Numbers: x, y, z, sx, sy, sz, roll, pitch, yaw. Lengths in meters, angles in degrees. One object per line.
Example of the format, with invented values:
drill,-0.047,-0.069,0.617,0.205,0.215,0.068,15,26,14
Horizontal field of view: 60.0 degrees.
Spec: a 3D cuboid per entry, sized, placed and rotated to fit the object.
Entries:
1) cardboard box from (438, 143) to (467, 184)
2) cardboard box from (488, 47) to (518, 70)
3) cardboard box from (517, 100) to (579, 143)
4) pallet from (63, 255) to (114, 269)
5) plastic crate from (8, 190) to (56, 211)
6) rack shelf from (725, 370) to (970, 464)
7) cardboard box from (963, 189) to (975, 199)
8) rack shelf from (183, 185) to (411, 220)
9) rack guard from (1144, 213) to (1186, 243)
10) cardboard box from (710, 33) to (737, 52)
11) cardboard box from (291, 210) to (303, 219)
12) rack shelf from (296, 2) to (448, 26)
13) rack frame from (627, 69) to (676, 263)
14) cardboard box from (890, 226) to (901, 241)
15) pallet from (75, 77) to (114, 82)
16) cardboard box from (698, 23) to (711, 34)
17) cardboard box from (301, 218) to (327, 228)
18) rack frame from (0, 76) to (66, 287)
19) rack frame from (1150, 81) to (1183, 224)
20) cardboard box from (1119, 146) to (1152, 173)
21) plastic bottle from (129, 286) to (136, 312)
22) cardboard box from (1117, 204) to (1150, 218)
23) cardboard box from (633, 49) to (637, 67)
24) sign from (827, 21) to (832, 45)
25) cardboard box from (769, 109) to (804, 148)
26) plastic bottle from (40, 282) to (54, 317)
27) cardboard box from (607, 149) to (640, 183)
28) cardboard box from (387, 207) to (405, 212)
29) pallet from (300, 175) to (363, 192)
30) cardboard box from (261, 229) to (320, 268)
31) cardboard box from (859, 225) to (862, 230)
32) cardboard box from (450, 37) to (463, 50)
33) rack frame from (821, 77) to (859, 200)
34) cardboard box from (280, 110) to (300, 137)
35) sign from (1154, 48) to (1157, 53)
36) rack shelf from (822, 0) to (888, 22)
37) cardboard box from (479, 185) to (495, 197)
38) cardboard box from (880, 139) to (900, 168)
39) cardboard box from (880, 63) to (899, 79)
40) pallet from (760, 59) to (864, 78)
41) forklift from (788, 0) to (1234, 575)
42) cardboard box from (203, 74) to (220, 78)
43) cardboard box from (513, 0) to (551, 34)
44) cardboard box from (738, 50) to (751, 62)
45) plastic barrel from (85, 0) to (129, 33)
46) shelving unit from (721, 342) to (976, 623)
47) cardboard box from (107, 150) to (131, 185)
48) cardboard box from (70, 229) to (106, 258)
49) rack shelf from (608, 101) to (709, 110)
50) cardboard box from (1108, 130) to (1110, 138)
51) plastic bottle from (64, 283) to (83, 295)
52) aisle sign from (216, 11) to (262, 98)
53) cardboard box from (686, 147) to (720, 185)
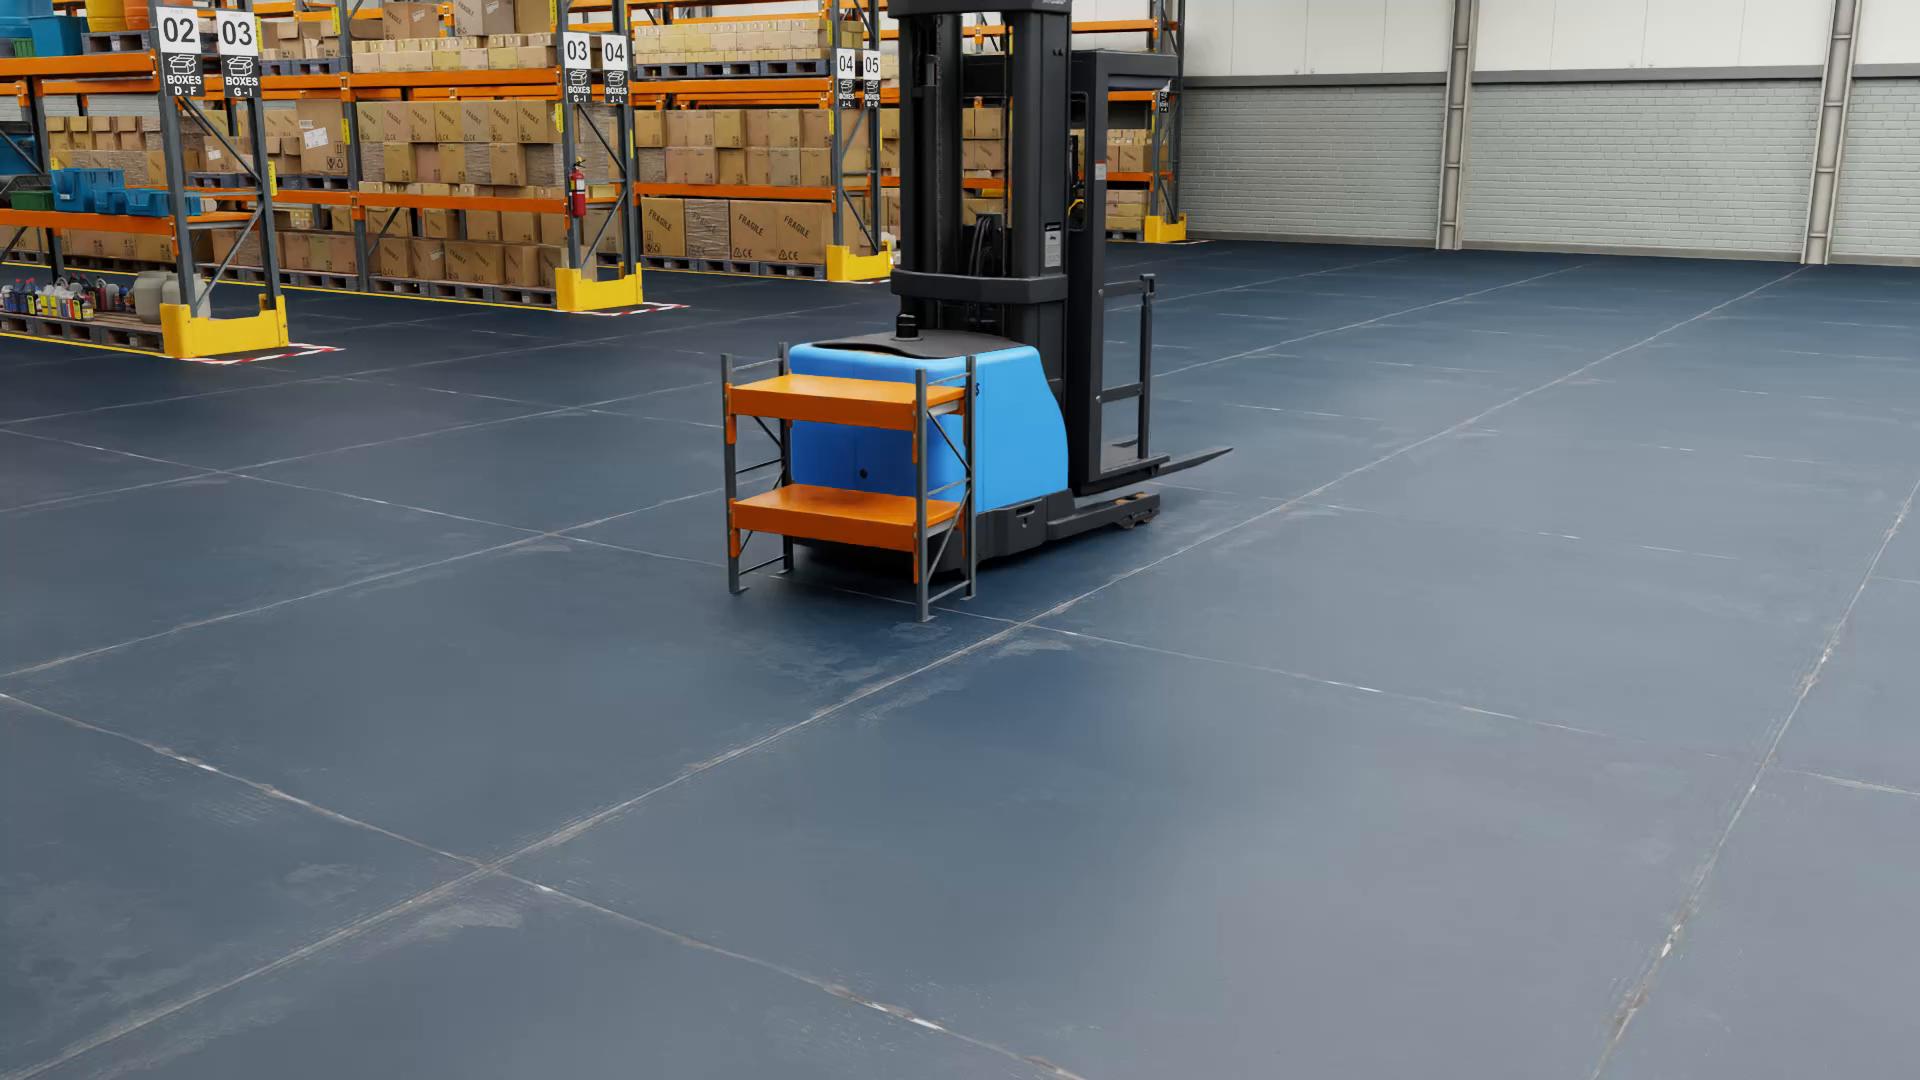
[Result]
cardboard box,-6.059,-4.765,21.004,0.500,0.500,0.875,9,17,33
cardboard box,-5.295,-5.769,19.954,0.500,0.250,0.500,9,17,33
cardboard box,-4.931,-5.008,19.902,0.500,0.500,0.500,9,17,33
pallet,-13.612,-4.472,26.450,1.213,0.211,1.003,9,17,33
plastic crate,-9.452,-3.513,17.212,0.662,0.188,0.450,9,17,33
rack shelf,-0.507,-0.574,7.583,1.000,0.278,0.538,7,16,27
cardboard box,0.041,-5.920,28.434,0.250,0.149,0.380,10,17,34
rack shelf,-9.316,-4.760,23.308,4.000,0.370,1.077,9,17,33
rack guard,3.981,-6.054,32.241,0.348,0.500,1.175,9,17,33
cardboard box,-3.296,-7.273,24.329,0.500,0.250,0.500,9,17,33
cardboard box,-12.117,-6.021,30.723,0.250,0.149,0.380,9,17,33
rack shelf,-9.783,-8.990,28.743,4.000,0.370,1.077,9,17,33
rack frame,-4.804,-5.817,26.079,0.127,3.000,1.000,9,17,33
cardboard box,-0.896,-5.414,29.298,0.500,0.250,0.500,9,16,32
pallet,-12.469,-6.967,24.877,1.213,0.211,1.003,10,17,35
cardboard box,-3.635,-7.503,24.431,0.250,0.149,0.380,9,17,33
cardboard box,-11.881,-5.833,30.584,0.250,0.149,0.380,10,17,34
rack frame,-10.420,-3.854,18.149,0.127,3.000,1.000,9,17,33
rack frame,3.961,-7.271,31.953,0.127,3.000,1.000,9,17,33
cardboard box,3.406,-7.333,31.997,0.500,0.500,0.500,9,16,32
plastic bottle,-8.799,-2.571,17.730,0.097,0.271,0.097,0,14,0
cardboard box,3.383,-6.386,32.185,0.500,0.250,0.500,9,16,32
cardboard box,-5.166,-7.591,26.200,0.396,0.266,0.258,9,16,32
sign,-1.799,-7.021,23.025,0.005,0.325,0.100,9,17,33
cardboard box,-2.279,-5.990,24.220,0.550,0.550,0.875,9,17,33
plastic bottle,-9.473,-2.508,17.310,0.185,0.351,0.144,9,17,32
cardboard box,-5.386,-5.882,26.134,0.500,0.500,0.500,9,17,32
cardboard box,-9.675,-5.884,29.118,0.500,0.250,0.500,10,17,34
pallet,-8.209,-4.880,22.693,1.213,0.211,1.003,9,17,33
cardboard box,-9.466,-4.146,23.614,0.500,0.500,0.700,11,18,37
cardboard box,-1.996,-5.190,28.744,0.500,0.500,0.500,-4,14,-16
cardboard box,-6.019,-6.079,20.377,0.250,0.149,0.380,8,16,30
rack frame,-2.125,-6.817,30.120,0.127,3.000,1.000,9,17,33
cardboard box,-11.983,-7.577,30.282,0.500,0.500,0.500,9,16,31
sign,3.647,-9.012,31.067,0.005,0.325,0.100,9,17,33
rack shelf,-0.466,-9.110,28.403,4.000,0.370,1.077,9,17,33
cardboard box,-5.735,-4.344,20.654,0.250,0.149,0.380,9,17,33
cardboard box,-1.077,-6.763,29.074,0.500,0.500,0.500,9,17,32
cardboard box,-1.072,-8.094,28.730,0.500,0.250,0.500,9,17,33
pallet,-2.106,-6.791,23.955,1.213,0.211,1.003,9,17,33
forklift,0.455,-1.547,8.974,1.130,2.935,3.031,11,18,38
cardboard box,-10.302,-6.578,23.225,0.500,0.250,0.500,10,17,34
cardboard box,-5.418,-6.450,20.525,0.500,0.500,0.500,9,17,33
cardboard box,-3.004,-7.014,24.115,0.250,0.149,0.380,9,17,33
plastic barrel,-8.118,-5.196,16.064,0.600,0.588,0.600,0,14,0
shelving unit,-0.507,-0.290,7.654,1.048,1.125,0.538,7,16,27
cardboard box,-12.366,-5.580,24.915,0.500,0.500,0.500,9,16,31
cardboard box,-13.010,-4.885,25.863,0.875,0.875,1.225,9,16,31
rack shelf,-7.656,-10.255,39.264,4.000,0.370,1.077,9,17,33
cardboard box,2.927,-7.890,32.275,0.250,0.149,0.380,9,17,33
plastic bottle,-9.628,-2.658,18.070,0.135,0.276,0.152,9,17,33
aisle sign,-6.878,-4.628,15.866,0.004,0.787,0.394,9,17,33
cardboard box,-3.640,-5.677,25.203,0.550,0.550,0.875,9,17,33
